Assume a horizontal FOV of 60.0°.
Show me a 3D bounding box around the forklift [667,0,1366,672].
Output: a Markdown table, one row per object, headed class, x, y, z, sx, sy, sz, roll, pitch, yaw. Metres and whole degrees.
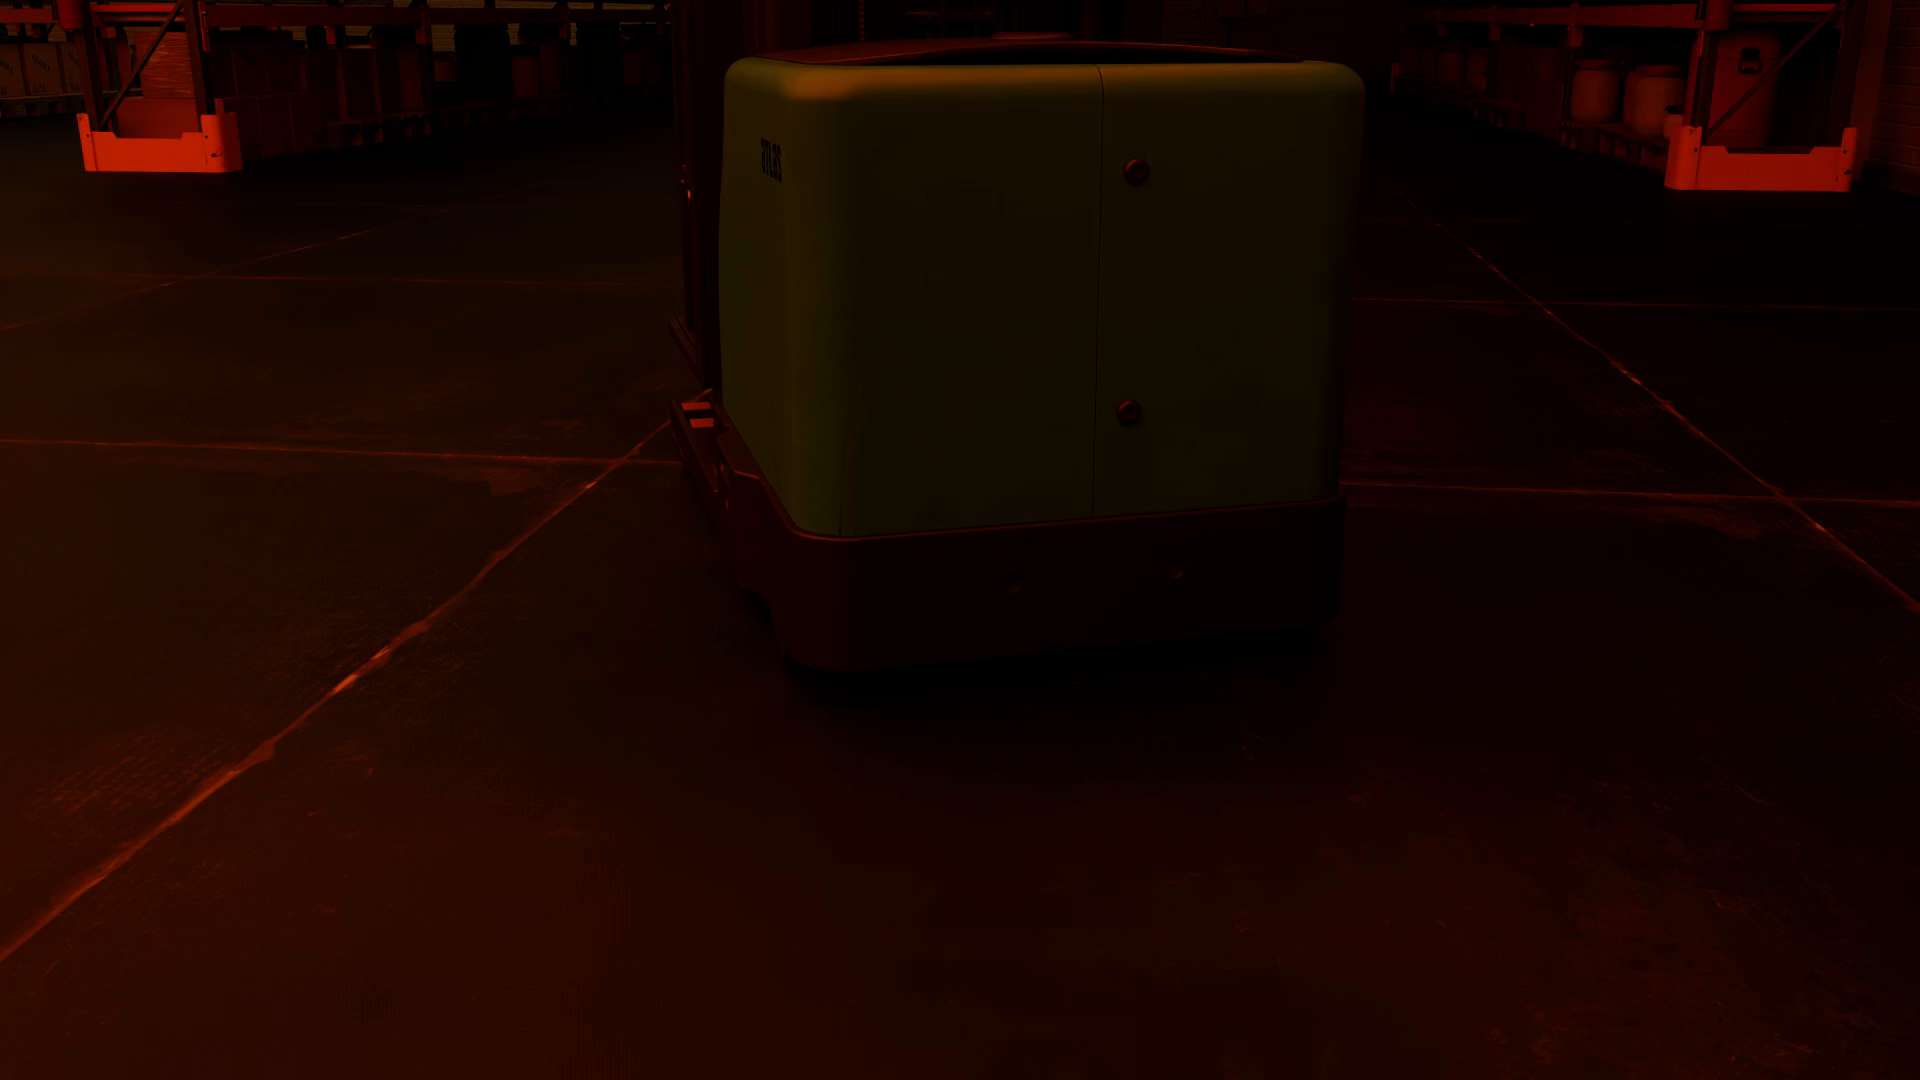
| class | x | y | z | sx | sy | sz | roll | pitch | yaw |
| --- | --- | --- | --- | --- | --- | --- | --- | --- | --- |
| forklift | -0.159 | -1.575 | 3.946 | 1.130 | 2.935 | 3.031 | -5 | 18 | -14 |
